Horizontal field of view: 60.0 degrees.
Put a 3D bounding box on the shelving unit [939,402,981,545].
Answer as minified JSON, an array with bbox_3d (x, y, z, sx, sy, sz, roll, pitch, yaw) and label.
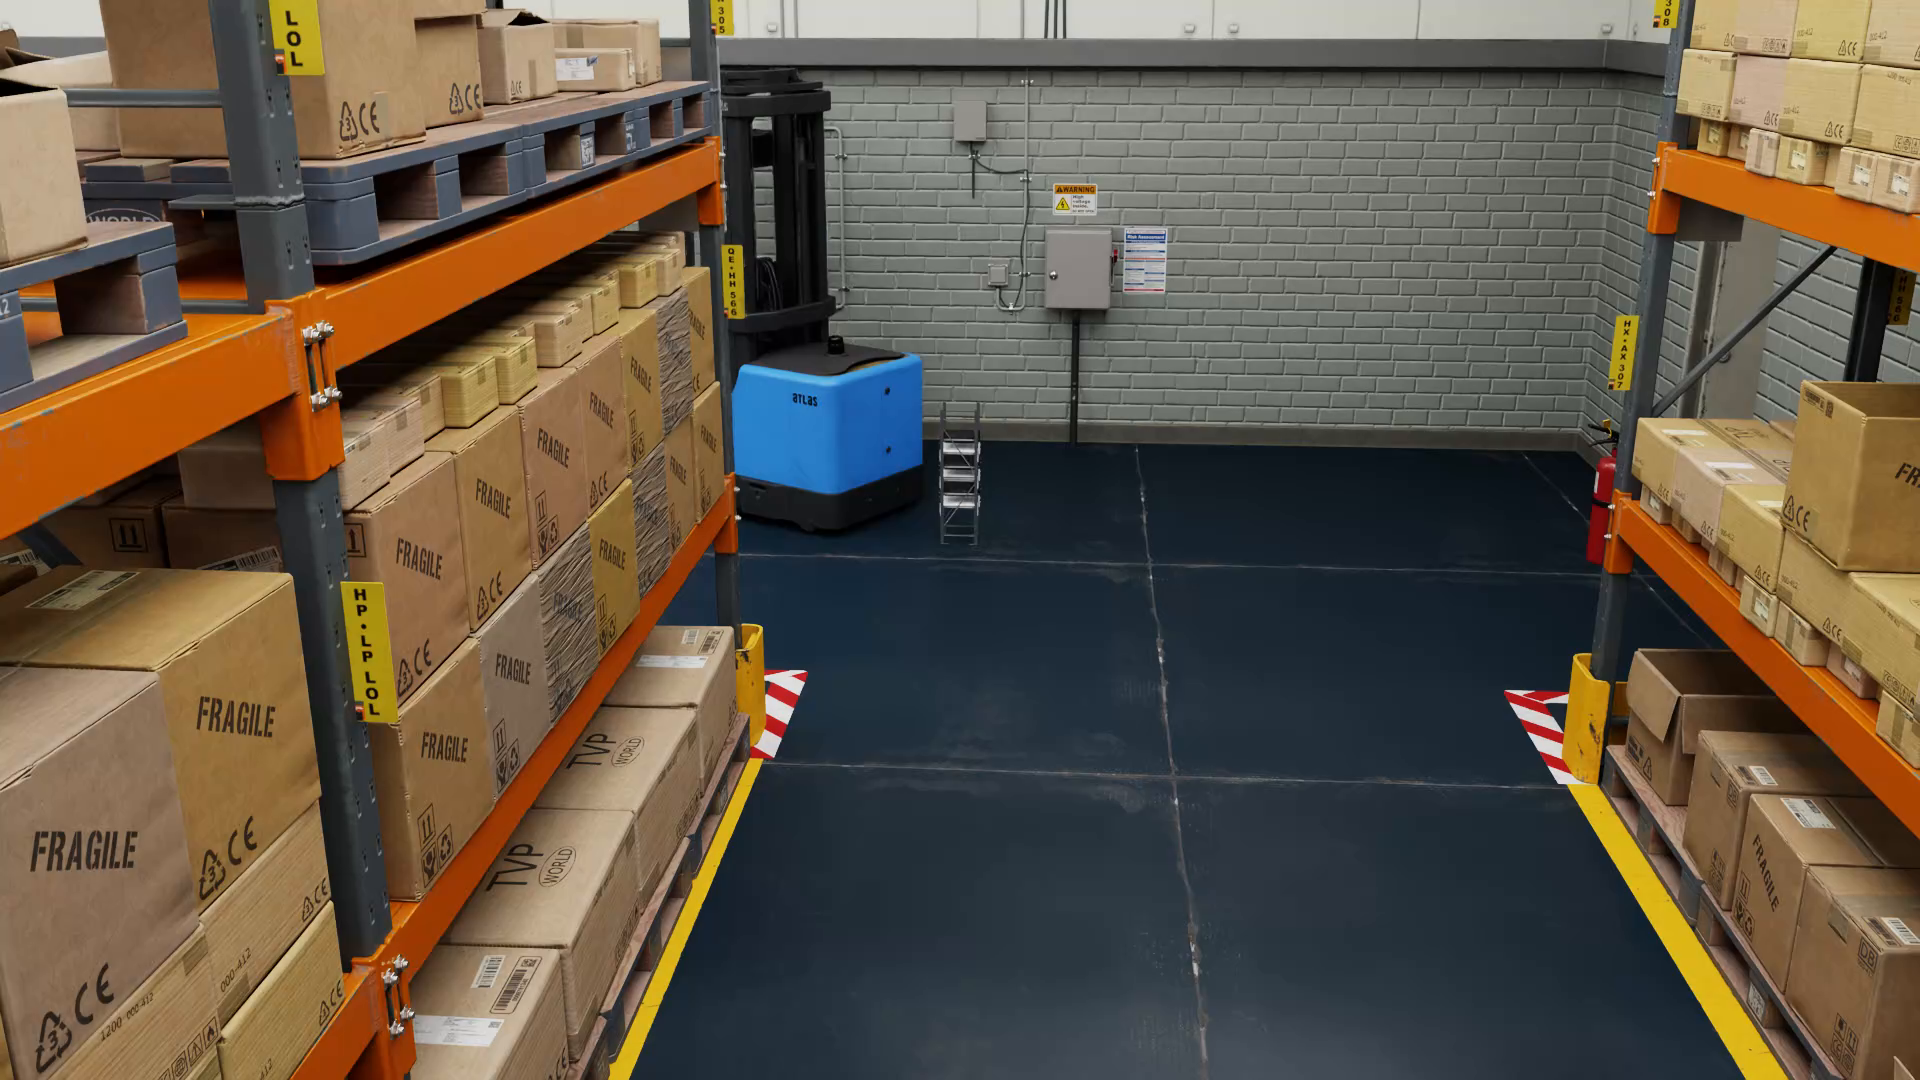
[{"bbox_3d":[0.001,-0.430,10.791,0.258,0.900,0.210,1,18,4],"label":"shelving unit"}]

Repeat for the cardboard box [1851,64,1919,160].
[{"bbox_3d":[3.024,-1.269,4.923,0.500,0.250,0.500,1,18,3],"label":"cardboard box"}]

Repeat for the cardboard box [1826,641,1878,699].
[{"bbox_3d":[3.020,0.395,5.303,0.380,0.149,0.250,1,18,4],"label":"cardboard box"}]

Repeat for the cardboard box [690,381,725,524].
[{"bbox_3d":[-1.314,-0.384,7.119,0.500,0.500,0.500,1,18,4],"label":"cardboard box"}]

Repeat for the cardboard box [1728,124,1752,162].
[{"bbox_3d":[3.160,-1.513,6.310,0.380,0.149,0.250,2,18,5],"label":"cardboard box"}]

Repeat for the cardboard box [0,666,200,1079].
[{"bbox_3d":[-1.642,0.532,2.715,0.500,0.500,0.500,2,18,5],"label":"cardboard box"}]

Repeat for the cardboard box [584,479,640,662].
[{"bbox_3d":[-1.417,0.092,5.665,0.500,0.500,0.500,2,18,6],"label":"cardboard box"}]

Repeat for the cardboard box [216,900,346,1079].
[{"bbox_3d":[-1.611,0.966,3.399,0.500,0.250,0.500,1,18,3],"label":"cardboard box"}]

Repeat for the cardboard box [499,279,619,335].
[{"bbox_3d":[-1.407,-0.810,5.770,0.380,0.149,0.250,2,18,5],"label":"cardboard box"}]

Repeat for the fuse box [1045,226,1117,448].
[{"bbox_3d":[0.922,-1.540,12.875,0.539,1.711,0.414,1,18,4],"label":"fuse box"}]

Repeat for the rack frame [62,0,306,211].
[{"bbox_3d":[-1.831,-2.101,2.884,1.000,3.000,0.127,1,18,4],"label":"rack frame"}]

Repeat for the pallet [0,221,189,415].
[{"bbox_3d":[-1.847,-0.299,2.508,0.805,0.209,1.217,1,18,2],"label":"pallet"}]

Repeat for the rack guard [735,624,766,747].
[{"bbox_3d":[-1.542,0.688,8.021,1.175,0.500,0.348,1,18,4],"label":"rack guard"}]

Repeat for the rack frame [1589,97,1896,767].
[{"bbox_3d":[3.407,-0.383,7.275,1.000,3.000,0.127,1,18,4],"label":"rack frame"}]

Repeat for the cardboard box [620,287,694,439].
[{"bbox_3d":[-1.349,-0.697,6.468,0.500,0.500,0.500,1,18,4],"label":"cardboard box"}]

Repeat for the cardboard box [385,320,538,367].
[{"bbox_3d":[-1.508,-0.571,5.041,0.380,0.149,0.250,1,18,4],"label":"cardboard box"}]

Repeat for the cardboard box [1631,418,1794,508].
[{"bbox_3d":[3.106,-0.318,6.840,0.500,0.250,0.500,1,18,4],"label":"cardboard box"}]

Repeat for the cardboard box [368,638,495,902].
[{"bbox_3d":[-1.536,0.562,4.229,0.500,0.500,0.500,2,18,6],"label":"cardboard box"}]

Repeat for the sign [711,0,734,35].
[{"bbox_3d":[-1.004,-2.285,6.967,0.100,0.325,0.005,1,18,4],"label":"sign"}]

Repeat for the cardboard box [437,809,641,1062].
[{"bbox_3d":[-1.615,1.297,5.588,0.875,0.438,0.875,1,18,2],"label":"cardboard box"}]

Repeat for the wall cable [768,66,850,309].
[{"bbox_3d":[-1.163,-2.742,12.792,0.585,1.953,0.123,1,18,4],"label":"wall cable"}]

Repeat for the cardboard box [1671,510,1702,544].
[{"bbox_3d":[3.138,-0.088,6.777,0.380,0.149,0.250,2,18,5],"label":"cardboard box"}]

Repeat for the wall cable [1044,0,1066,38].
[{"bbox_3d":[2.109,-5.043,11.801,2.988,3.039,0.133,1,18,4],"label":"wall cable"}]

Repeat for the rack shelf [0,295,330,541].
[{"bbox_3d":[-1.974,0.287,1.567,1.077,0.370,4.000,1,18,4],"label":"rack shelf"}]

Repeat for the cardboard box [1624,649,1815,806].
[{"bbox_3d":[3.269,0.792,7.025,0.797,0.503,0.637,1,18,2],"label":"cardboard box"}]

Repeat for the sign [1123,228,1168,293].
[{"bbox_3d":[1.429,-2.160,12.852,0.329,0.494,0.001,1,18,4],"label":"sign"}]

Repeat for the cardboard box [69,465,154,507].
[{"bbox_3d":[-2.126,-0.184,3.859,0.380,0.149,0.250,1,18,3],"label":"cardboard box"}]

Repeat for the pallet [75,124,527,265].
[{"bbox_3d":[-1.762,-0.888,4.140,1.003,0.211,1.213,1,18,4],"label":"pallet"}]

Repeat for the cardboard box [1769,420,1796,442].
[{"bbox_3d":[3.639,-0.304,6.798,0.500,0.250,0.500,2,18,6],"label":"cardboard box"}]

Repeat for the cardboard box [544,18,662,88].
[{"bbox_3d":[-1.486,-1.952,6.652,0.500,0.250,0.500,0,18,-1],"label":"cardboard box"}]

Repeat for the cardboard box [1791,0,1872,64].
[{"bbox_3d":[3.047,-1.670,5.346,0.500,0.250,0.500,1,18,3],"label":"cardboard box"}]

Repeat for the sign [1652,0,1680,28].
[{"bbox_3d":[2.866,-2.236,6.708,0.100,0.325,0.005,1,18,4],"label":"sign"}]

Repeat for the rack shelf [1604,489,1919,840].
[{"bbox_3d":[3.264,0.580,5.491,1.077,0.370,4.000,1,18,4],"label":"rack shelf"}]

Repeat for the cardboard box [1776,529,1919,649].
[{"bbox_3d":[3.022,0.155,5.395,0.500,0.250,0.500,1,18,2],"label":"cardboard box"}]

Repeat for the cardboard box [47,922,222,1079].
[{"bbox_3d":[-1.648,0.881,2.855,0.500,0.250,0.500,2,18,5],"label":"cardboard box"}]

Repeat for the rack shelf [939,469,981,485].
[{"bbox_3d":[0.001,-0.398,10.801,0.258,0.077,0.200,1,18,4],"label":"rack shelf"}]

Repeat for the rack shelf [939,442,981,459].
[{"bbox_3d":[0.001,-0.570,10.745,0.258,0.077,0.200,1,18,4],"label":"rack shelf"}]

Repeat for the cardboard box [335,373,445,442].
[{"bbox_3d":[-1.571,-0.334,4.317,0.380,0.149,0.250,1,18,3],"label":"cardboard box"}]

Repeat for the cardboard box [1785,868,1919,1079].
[{"bbox_3d":[3.094,1.380,5.234,0.700,0.500,0.500,1,18,2],"label":"cardboard box"}]

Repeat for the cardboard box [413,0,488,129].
[{"bbox_3d":[-1.766,-1.392,4.534,0.797,0.503,0.637,3,18,8],"label":"cardboard box"}]

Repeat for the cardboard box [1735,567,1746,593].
[{"bbox_3d":[3.061,0.154,6.038,0.380,0.149,0.250,2,18,5],"label":"cardboard box"}]

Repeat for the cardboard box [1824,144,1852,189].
[{"bbox_3d":[3.036,-1.199,5.352,0.380,0.149,0.250,1,18,3],"label":"cardboard box"}]

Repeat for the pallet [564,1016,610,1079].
[{"bbox_3d":[-1.698,1.840,4.968,1.003,0.211,1.213,1,18,4],"label":"pallet"}]

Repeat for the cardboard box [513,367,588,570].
[{"bbox_3d":[-1.464,-0.231,5.045,0.500,0.500,0.500,2,18,5],"label":"cardboard box"}]

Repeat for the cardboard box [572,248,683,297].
[{"bbox_3d":[-1.299,-1.046,6.491,0.380,0.149,0.250,1,18,3],"label":"cardboard box"}]

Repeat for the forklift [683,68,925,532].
[{"bbox_3d":[-1.732,-1.788,11.673,3.031,2.935,1.130,13,22,34],"label":"forklift"}]

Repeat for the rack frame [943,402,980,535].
[{"bbox_3d":[0.008,-0.462,10.887,0.240,0.900,0.006,1,18,4],"label":"rack frame"}]

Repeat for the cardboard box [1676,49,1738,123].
[{"bbox_3d":[3.103,-1.747,6.383,0.500,0.250,0.500,1,18,3],"label":"cardboard box"}]
